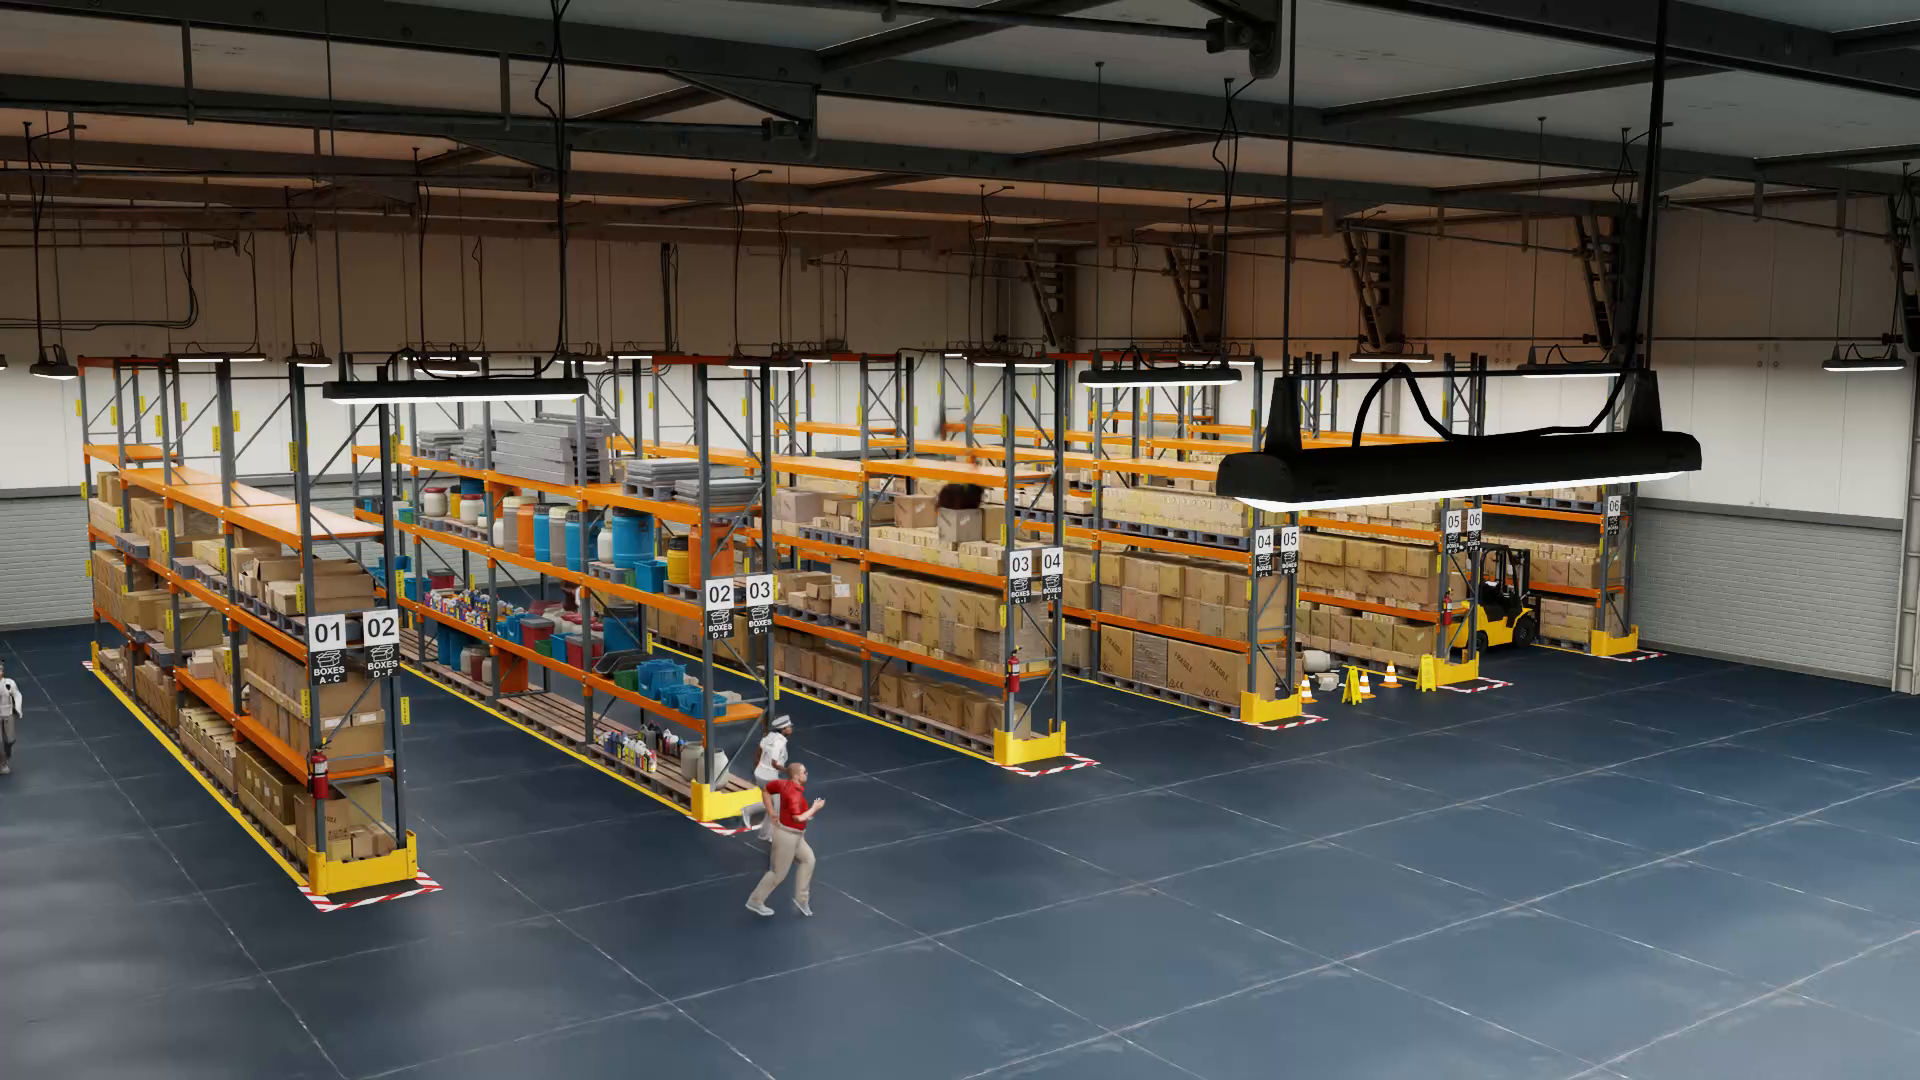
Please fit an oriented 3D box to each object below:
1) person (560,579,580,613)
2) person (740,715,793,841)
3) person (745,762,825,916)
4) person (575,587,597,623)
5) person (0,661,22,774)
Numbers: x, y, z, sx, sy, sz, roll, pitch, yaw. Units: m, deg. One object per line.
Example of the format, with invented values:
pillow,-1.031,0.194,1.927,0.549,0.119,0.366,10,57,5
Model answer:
person,-8.065,1.258,34.640,0.991,1.763,0.694,5,9,38
person,-2.425,3.022,20.936,0.691,1.642,0.558,-2,7,-12
person,-1.910,3.315,18.134,0.881,1.809,0.639,-1,7,-9
person,-7.542,1.471,33.591,0.507,1.560,0.701,-6,9,-38
person,-14.043,2.578,24.335,0.616,1.659,0.554,-6,9,-39
